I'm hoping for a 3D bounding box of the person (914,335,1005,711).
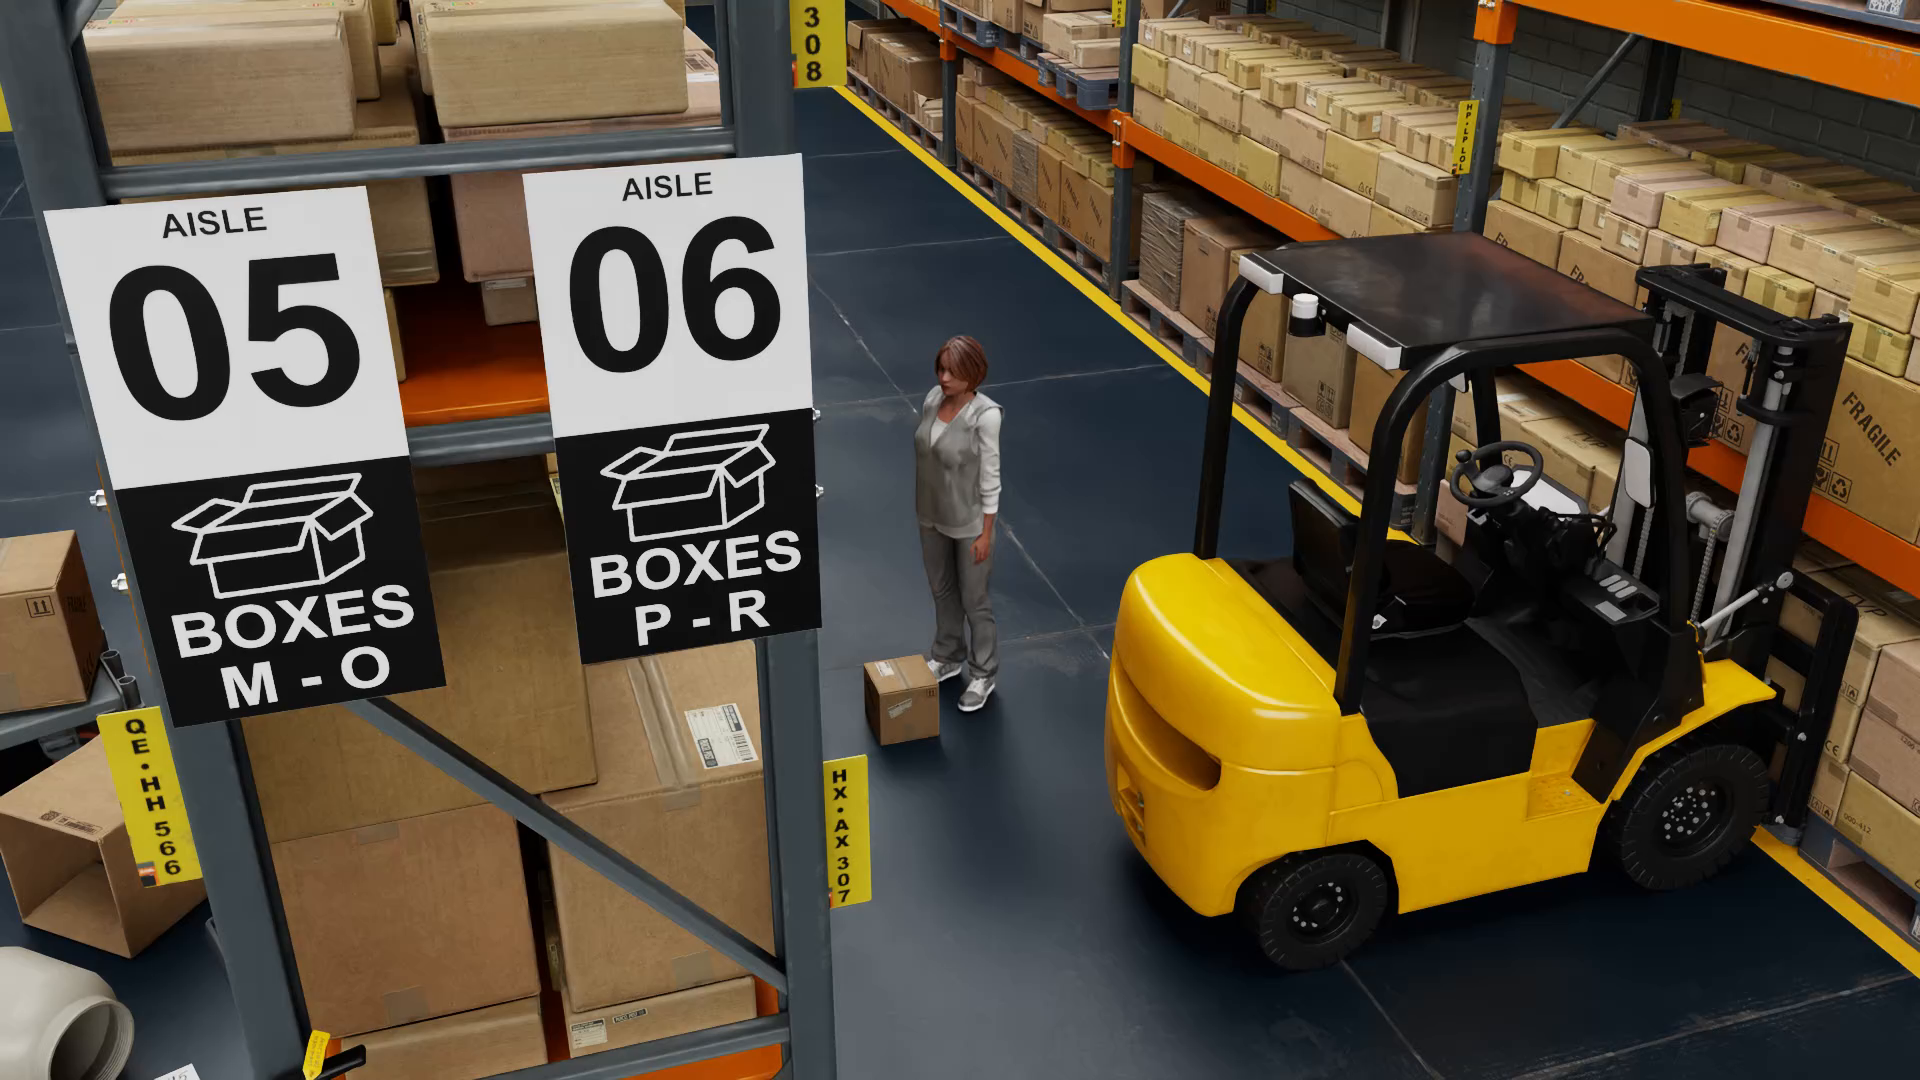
[{"bbox_3d":[-0.002,-0.066,6.745,0.404,1.601,0.317,23,35,38],"label":"person"}]
